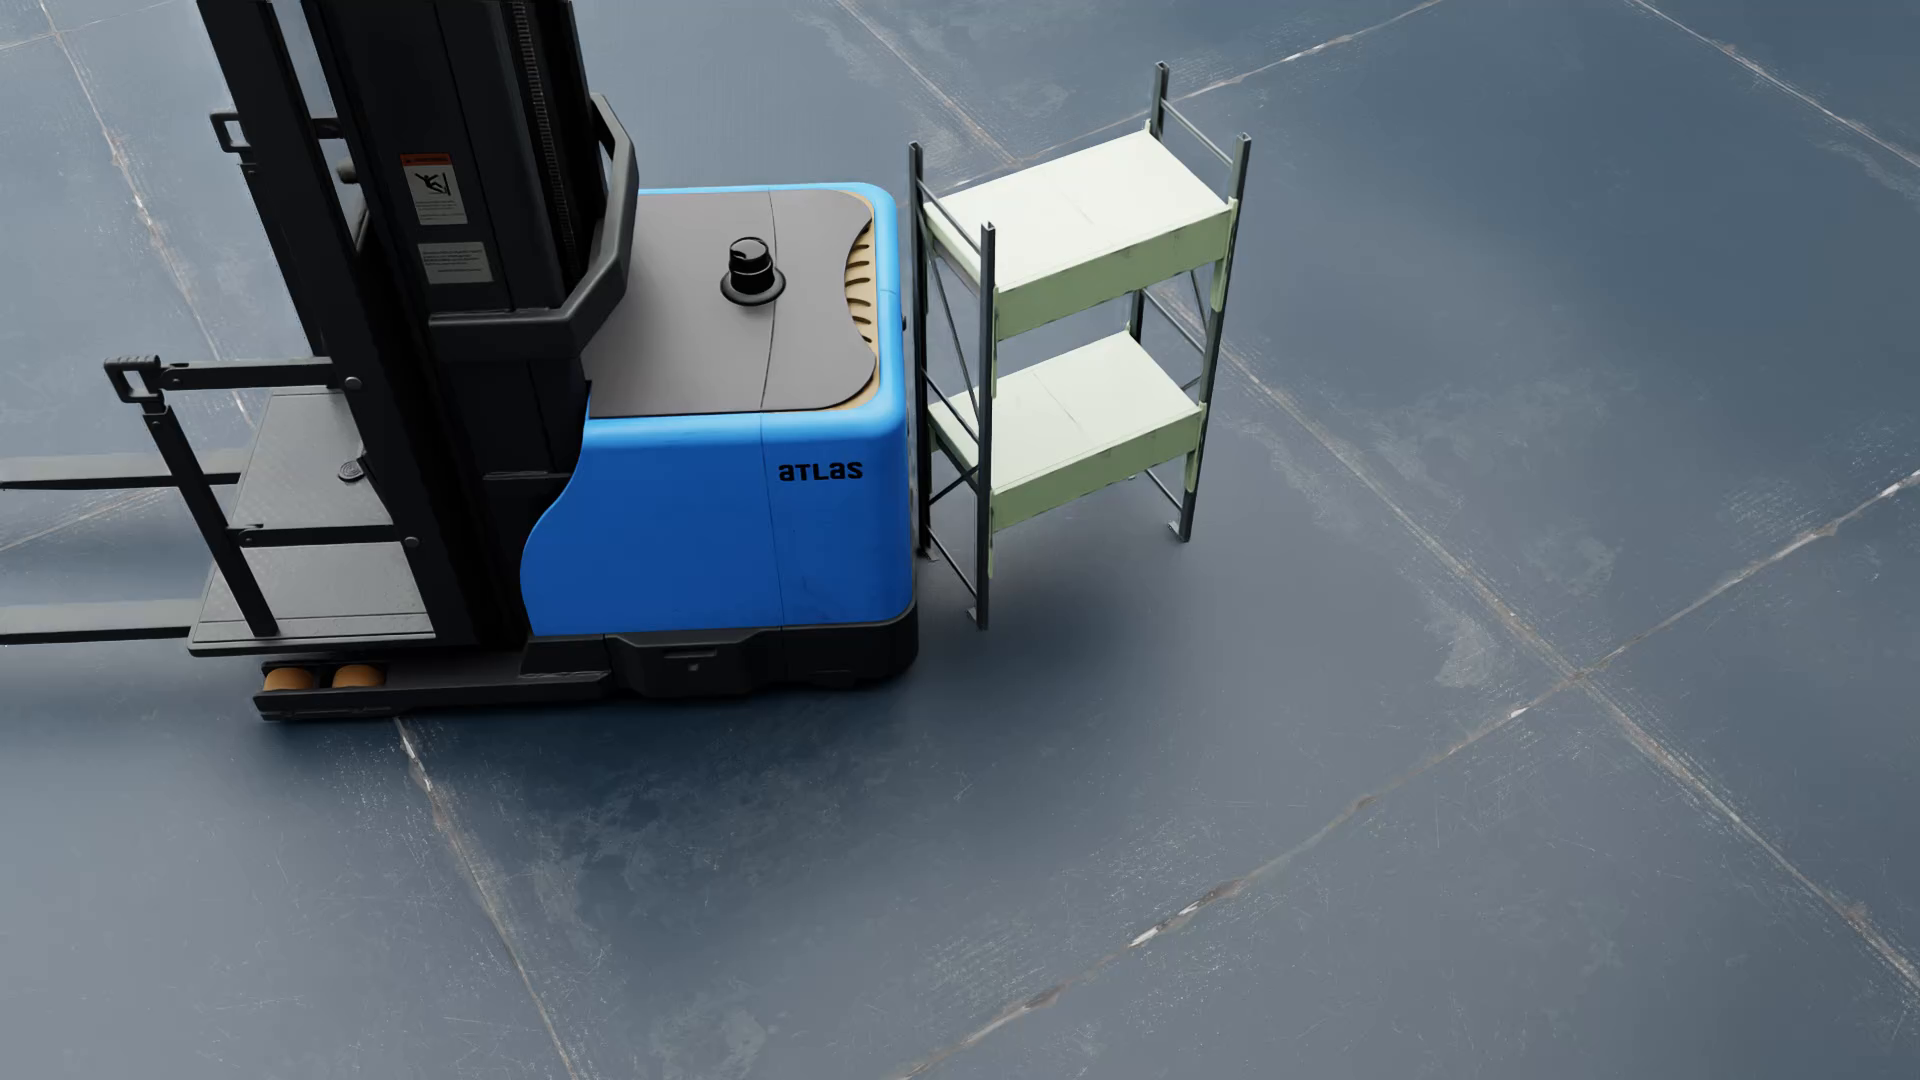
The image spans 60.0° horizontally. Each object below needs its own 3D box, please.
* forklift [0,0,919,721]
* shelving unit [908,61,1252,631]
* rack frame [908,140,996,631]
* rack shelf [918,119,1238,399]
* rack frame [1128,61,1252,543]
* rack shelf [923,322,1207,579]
[{"bbox_3d":[-1.658,-0.864,4.057,3.031,2.935,1.130,-2,48,-2],"label":"forklift"},{"bbox_3d":[0.298,-0.491,4.683,0.755,1.500,0.431,-23,52,-19],"label":"shelving unit"},{"bbox_3d":[-0.022,-0.358,4.564,0.023,1.500,0.400,-23,52,-19],"label":"rack frame"},{"bbox_3d":[0.298,-0.750,4.391,0.720,0.370,0.431,-23,52,-19],"label":"rack shelf"},{"bbox_3d":[0.618,-0.623,4.801,0.023,1.500,0.400,-23,52,-19],"label":"rack frame"},{"bbox_3d":[0.298,-0.274,4.926,0.720,0.370,0.431,-23,52,-19],"label":"rack shelf"}]
